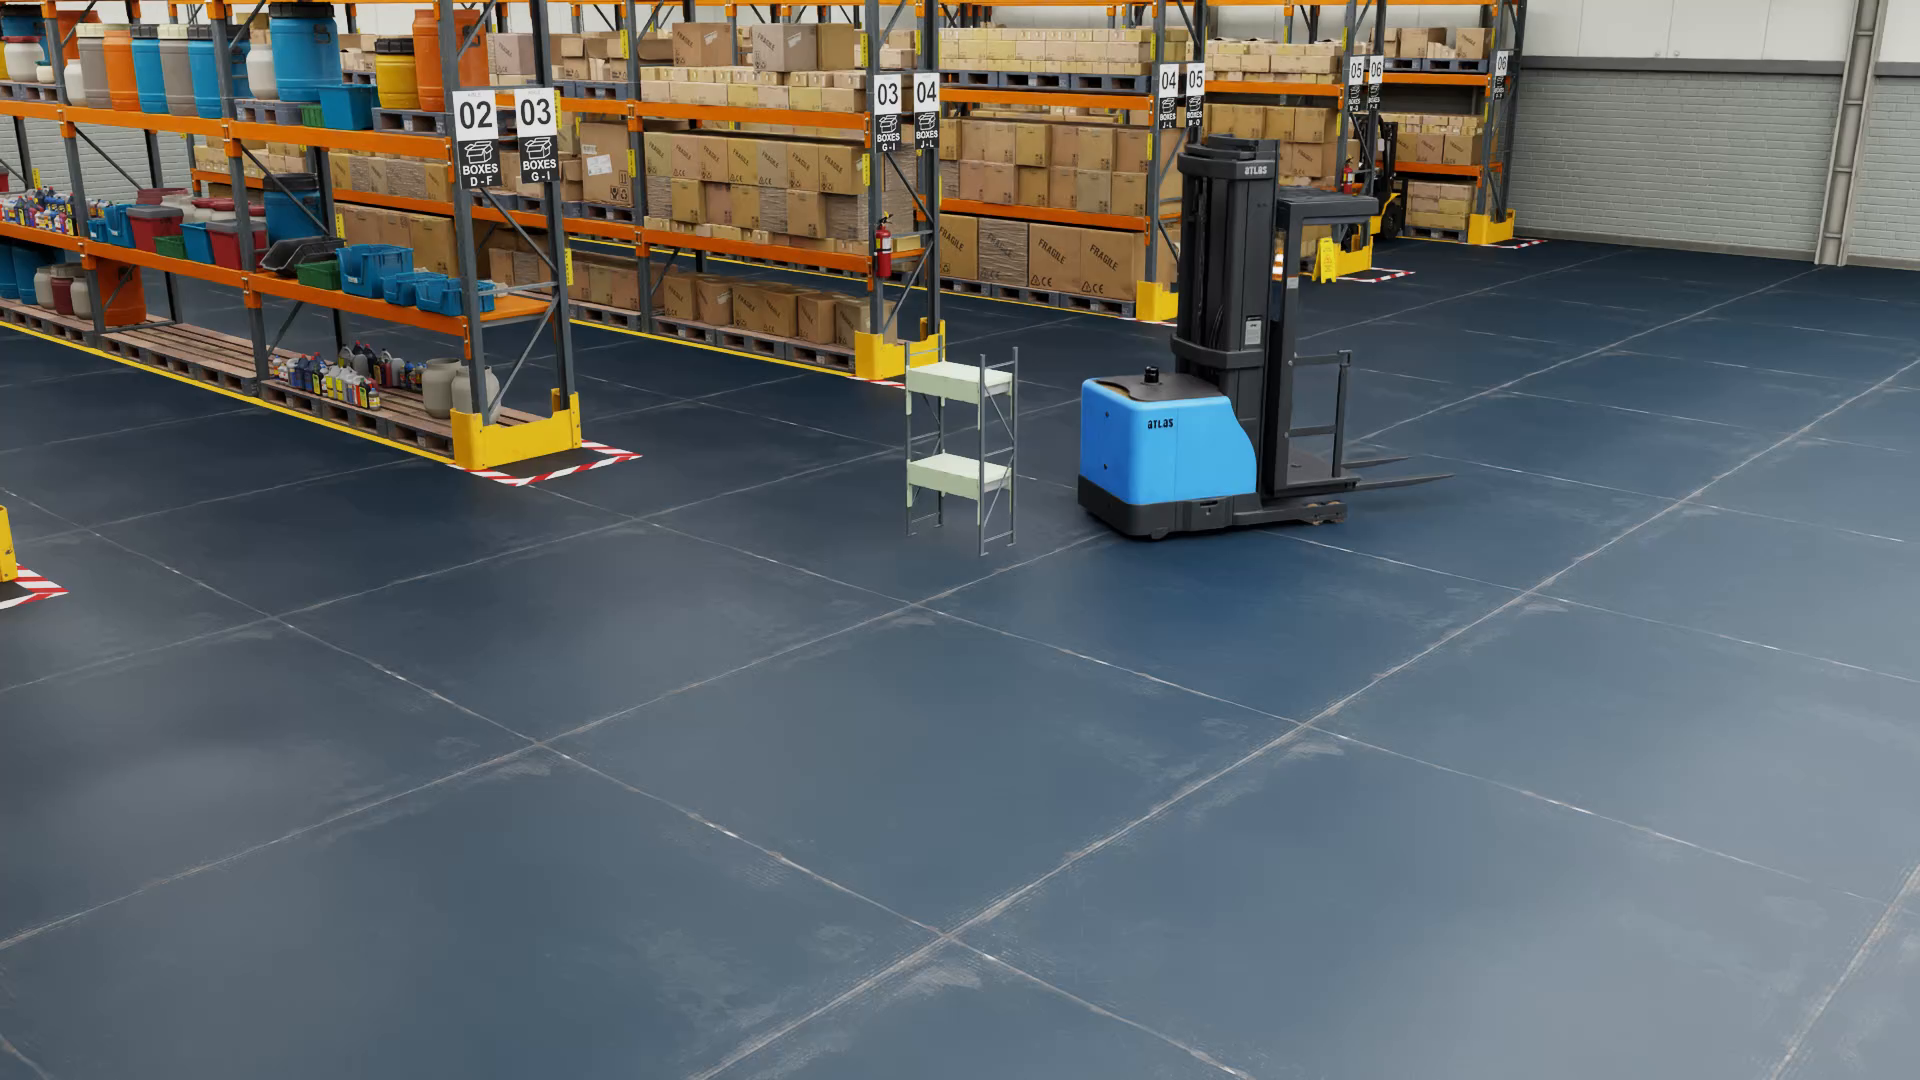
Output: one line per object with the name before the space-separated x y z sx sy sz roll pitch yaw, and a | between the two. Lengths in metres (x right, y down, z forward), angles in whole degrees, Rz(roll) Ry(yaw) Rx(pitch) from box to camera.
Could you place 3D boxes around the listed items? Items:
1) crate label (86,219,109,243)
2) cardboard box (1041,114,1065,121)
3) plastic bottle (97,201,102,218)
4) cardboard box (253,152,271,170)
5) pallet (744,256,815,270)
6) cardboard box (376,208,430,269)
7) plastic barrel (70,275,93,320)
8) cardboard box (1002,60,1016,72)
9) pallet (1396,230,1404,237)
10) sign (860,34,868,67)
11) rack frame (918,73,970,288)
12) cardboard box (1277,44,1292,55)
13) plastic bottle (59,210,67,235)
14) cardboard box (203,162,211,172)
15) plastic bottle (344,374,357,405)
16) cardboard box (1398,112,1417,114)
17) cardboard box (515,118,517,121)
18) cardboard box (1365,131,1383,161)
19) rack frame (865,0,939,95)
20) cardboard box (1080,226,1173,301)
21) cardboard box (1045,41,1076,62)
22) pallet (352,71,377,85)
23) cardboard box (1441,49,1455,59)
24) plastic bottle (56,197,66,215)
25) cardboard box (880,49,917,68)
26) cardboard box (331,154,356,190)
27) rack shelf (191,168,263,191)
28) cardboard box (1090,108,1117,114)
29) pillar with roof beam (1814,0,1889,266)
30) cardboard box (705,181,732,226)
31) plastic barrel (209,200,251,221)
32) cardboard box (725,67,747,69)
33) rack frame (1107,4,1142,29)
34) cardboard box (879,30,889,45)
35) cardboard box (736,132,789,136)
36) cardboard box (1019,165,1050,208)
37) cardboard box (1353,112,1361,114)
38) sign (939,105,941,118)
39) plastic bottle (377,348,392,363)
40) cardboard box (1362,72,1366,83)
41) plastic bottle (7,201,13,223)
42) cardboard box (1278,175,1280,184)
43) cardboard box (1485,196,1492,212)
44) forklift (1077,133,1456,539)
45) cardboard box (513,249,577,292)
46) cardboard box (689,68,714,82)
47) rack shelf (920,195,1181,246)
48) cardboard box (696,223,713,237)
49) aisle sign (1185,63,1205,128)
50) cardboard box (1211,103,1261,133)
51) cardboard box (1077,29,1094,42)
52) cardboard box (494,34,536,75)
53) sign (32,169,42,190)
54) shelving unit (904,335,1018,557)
crate label | -9.807 -3.548 19.111 0.416 0.233 0.303 15 23 39
cardboard box | 1.733 -6.992 28.333 0.500 0.500 0.500 16 24 41
plastic bottle | -10.742 -4.111 20.821 0.097 0.271 0.097 0 18 0
cardboard box | -10.852 -6.027 26.399 0.500 0.250 0.500 16 23 40
pallet | -2.678 -4.516 26.492 1.213 0.211 1.003 15 23 39
cardboard box | -7.749 -4.430 24.429 0.875 0.875 1.225 15 23 39
plastic barrel | -10.732 -3.000 20.523 0.421 0.512 0.421 0 18 0
cardboard box | 0.775 -6.370 22.320 0.250 0.149 0.380 15 23 39
pallet | 7.760 -5.738 30.342 1.213 0.211 1.003 15 23 39
sign | -0.985 -5.042 17.118 0.005 0.325 0.100 15 23 39
rack frame | -0.226 -5.217 24.092 0.127 3.000 1.000 15 23 39
cardboard box | 5.001 -7.415 25.157 0.250 0.149 0.380 15 23 40
plastic bottle | -10.631 -3.773 19.735 0.133 0.283 0.061 15 23 39
cardboard box | -12.329 -6.208 27.628 0.250 0.149 0.380 15 23 38
plastic bottle | -5.828 -1.457 16.020 0.135 0.276 0.152 14 22 38
cardboard box | 8.021 -7.609 29.900 0.250 0.149 0.380 15 23 40
cardboard box | -7.902 -7.831 30.019 0.500 0.500 0.500 14 22 38
cardboard box | 7.577 -7.072 29.773 0.500 0.500 0.500 15 23 40
rack frame | -0.602 -6.171 17.181 0.127 3.000 1.000 15 23 39
cardboard box | 2.215 -3.723 22.201 0.875 0.875 0.875 15 23 40
cardboard box | 1.466 -6.398 21.752 0.500 0.250 0.500 15 23 39
pallet | -7.940 -6.599 23.800 1.213 0.211 1.003 16 24 42
cardboard box | 8.447 -8.333 28.508 0.250 0.149 0.380 14 22 38
plastic bottle | -11.500 -4.253 21.268 0.097 0.271 0.097 0 18 0
cardboard box | -0.860 -6.929 23.915 0.500 0.250 0.500 15 23 40
cardboard box | -9.022 -5.519 24.879 0.500 0.500 0.500 15 23 39
rack shelf | -11.073 -5.780 27.055 4.000 0.370 1.077 15 23 39
cardboard box | 3.003 -8.671 34.115 0.500 0.500 0.500 16 24 42
pillar with roof beam | 10.976 -7.702 22.005 0.400 9.000 9.100 15 23 39
cardboard box | -2.507 -4.014 19.645 0.500 0.500 0.875 15 23 39
plastic barrel | -8.000 -3.448 18.294 0.433 0.535 0.433 0 18 0
cardboard box | -2.551 -5.509 19.641 0.250 0.149 0.380 14 22 38
rack frame | 3.285 -11.144 32.849 0.127 3.000 1.000 15 23 39
cardboard box | -1.518 -9.126 30.591 0.500 0.500 0.500 15 23 40
cardboard box | -2.326 -4.552 19.687 0.500 0.500 0.500 15 23 39
cardboard box | 1.273 -4.893 22.823 0.500 0.550 0.875 15 23 39
cardboard box | 7.107 -7.646 30.017 0.250 0.149 0.380 15 23 38
sign | -0.373 -7.586 29.642 0.005 0.325 0.100 15 23 39
plastic bottle | -5.823 -1.774 16.895 0.185 0.351 0.144 15 23 39
cardboard box | 5.944 -7.004 25.179 0.250 0.149 0.380 15 23 39
plastic bottle | -11.837 -4.098 20.780 0.097 0.271 0.097 0 18 0
cardboard box | 4.901 -5.588 25.676 0.250 0.149 0.380 16 23 40
cardboard box | 9.054 -5.947 29.417 0.500 0.250 0.500 16 23 40
forklift | 2.513 -1.656 12.985 3.031 2.935 1.130 -6 19 -19
cardboard box | -5.648 -3.698 22.710 0.500 0.500 0.700 13 22 35
cardboard box | -2.909 -5.392 19.272 0.250 0.149 0.380 16 24 41
rack shelf | 1.270 -4.473 22.935 4.000 0.370 1.077 15 23 39
cardboard box | -2.896 -3.680 19.662 0.250 0.149 0.380 15 23 39
aisle sign | 3.018 -5.707 21.337 0.004 0.787 0.394 15 23 39
cardboard box | 4.345 -6.587 26.099 0.500 0.500 0.700 15 23 39
cardboard box | 1.717 -6.496 21.401 0.250 0.149 0.380 16 23 40
cardboard box | -5.647 -6.279 21.488 0.500 0.500 0.500 14 22 38
sign | -12.498 -4.857 22.499 0.005 0.325 0.100 15 23 39
shelving unit | 0.005 -0.714 12.381 0.755 1.500 0.431 15 23 39
